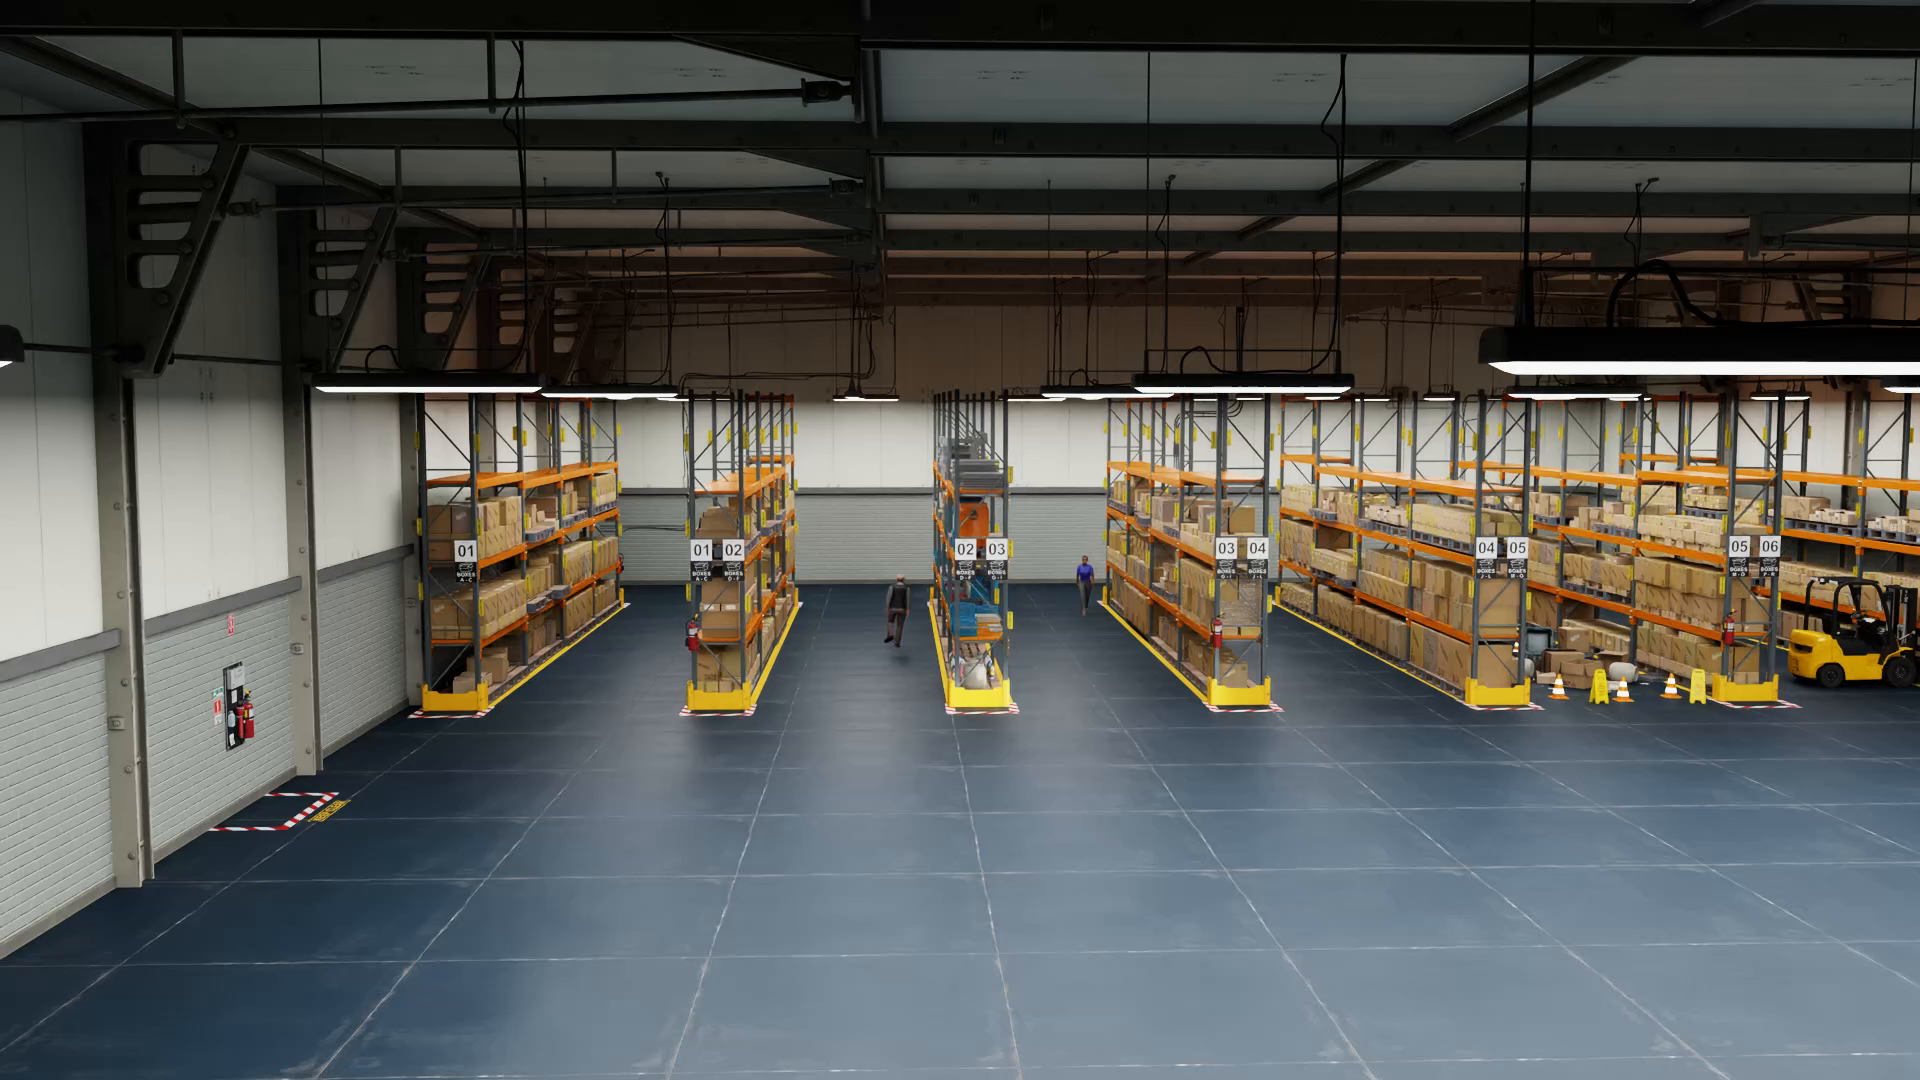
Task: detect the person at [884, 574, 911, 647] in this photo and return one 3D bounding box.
[{"bbox_3d":[-1.473,1.657,39.281,0.640,1.720,0.464,1,5,7],"label":"person"}]

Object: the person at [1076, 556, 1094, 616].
[{"bbox_3d":[3.413,1.270,45.242,0.467,1.491,1.033,0,5,-3],"label":"person"}]
